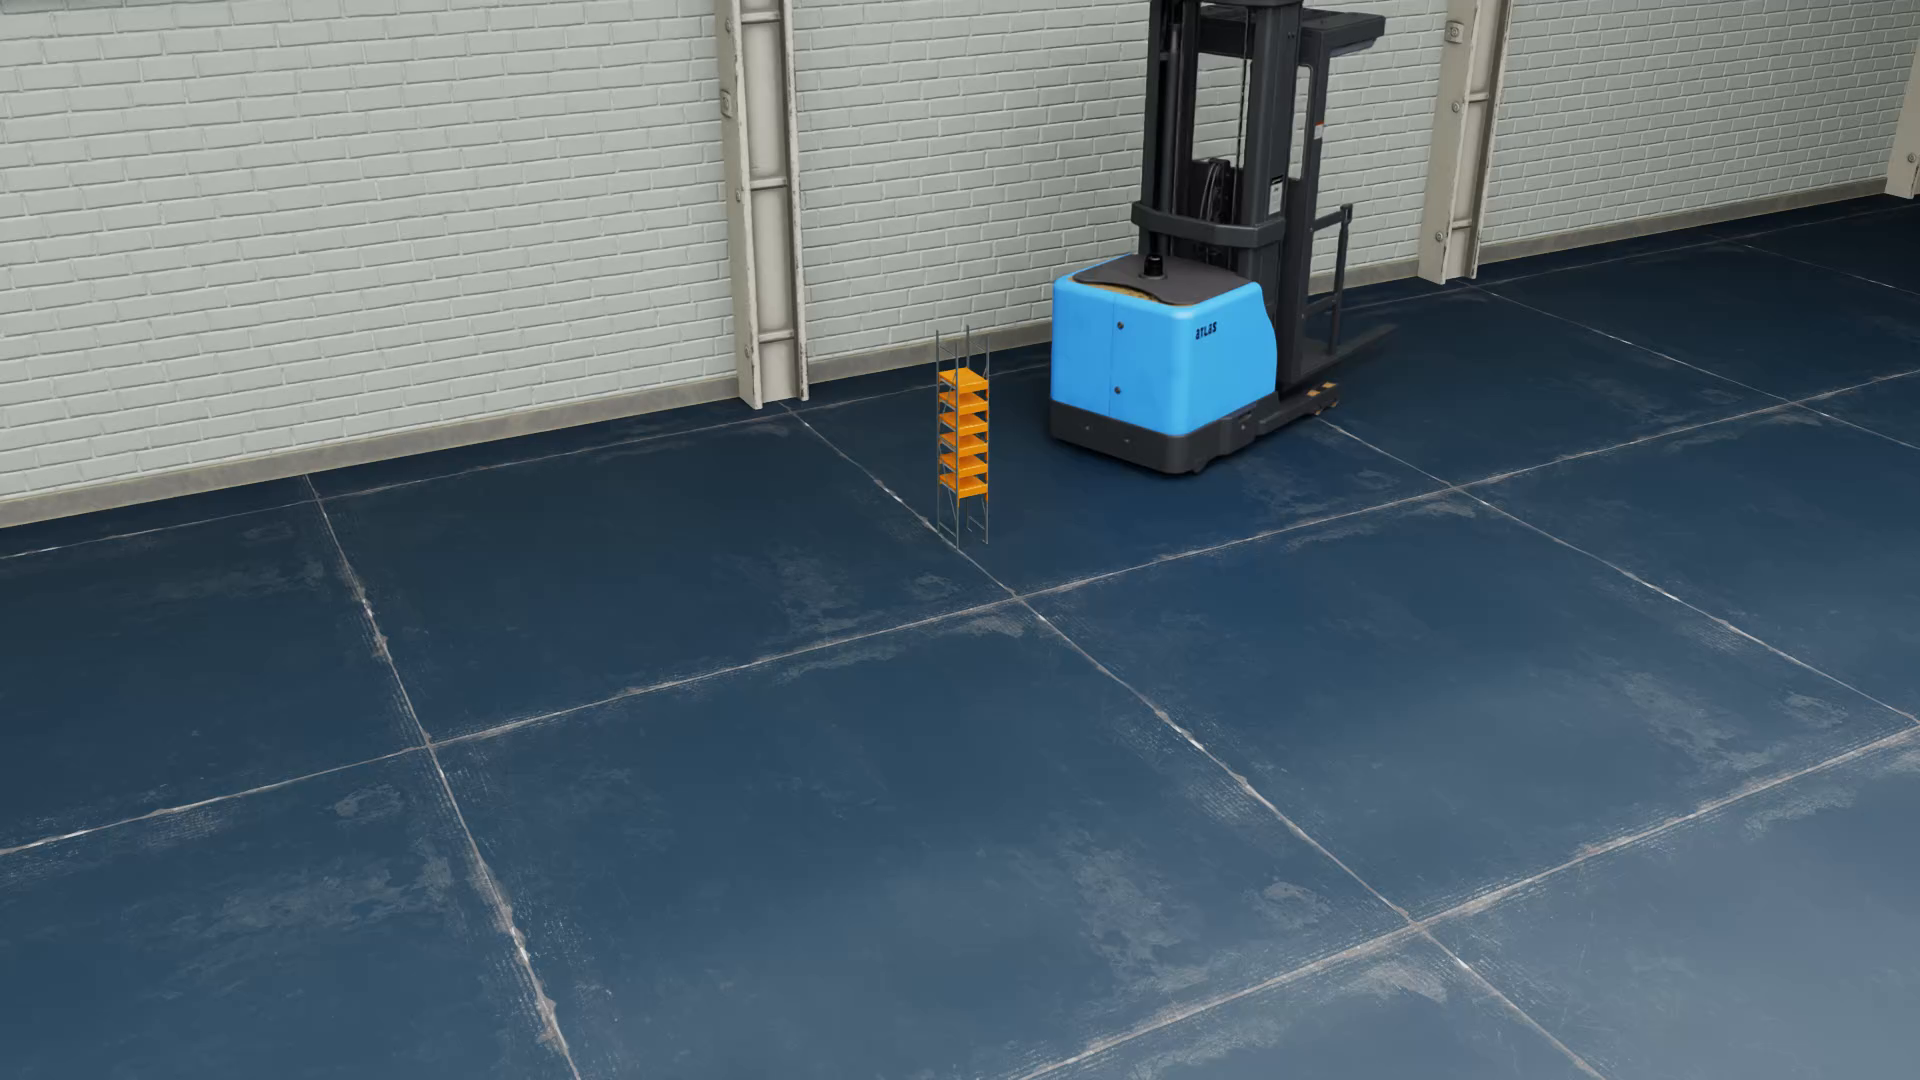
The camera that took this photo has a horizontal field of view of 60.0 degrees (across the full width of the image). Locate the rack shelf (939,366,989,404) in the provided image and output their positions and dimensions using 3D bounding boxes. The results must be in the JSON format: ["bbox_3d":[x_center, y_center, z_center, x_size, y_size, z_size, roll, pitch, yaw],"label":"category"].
[{"bbox_3d":[0.013,-0.828,8.860,0.180,0.103,0.258,-13,29,-25],"label":"rack shelf"}]

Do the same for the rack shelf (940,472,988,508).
[{"bbox_3d":[0.013,-0.287,9.120,0.180,0.103,0.258,-13,29,-25],"label":"rack shelf"}]

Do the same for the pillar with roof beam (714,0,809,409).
[{"bbox_3d":[0.763,-3.380,5.892,0.400,9.000,9.100,-13,29,-25],"label":"pillar with roof beam"}]

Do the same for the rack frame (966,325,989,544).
[{"bbox_3d":[0.094,-0.562,9.035,0.006,1.200,0.240,-13,29,-25],"label":"rack frame"}]

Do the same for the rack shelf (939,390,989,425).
[{"bbox_3d":[0.013,-0.720,8.912,0.180,0.103,0.258,-13,29,-25],"label":"rack shelf"}]

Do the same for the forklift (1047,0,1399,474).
[{"bbox_3d":[1.903,-2.271,10.595,1.130,2.935,3.031,21,33,37],"label":"forklift"}]

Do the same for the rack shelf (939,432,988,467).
[{"bbox_3d":[0.013,-0.504,9.016,0.180,0.103,0.258,-13,29,-25],"label":"rack shelf"}]

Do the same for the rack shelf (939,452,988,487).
[{"bbox_3d":[0.013,-0.396,9.068,0.180,0.103,0.258,-13,29,-25],"label":"rack shelf"}]

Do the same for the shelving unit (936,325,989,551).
[{"bbox_3d":[0.013,-0.544,8.996,0.189,1.200,0.258,-13,29,-25],"label":"shelving unit"}]

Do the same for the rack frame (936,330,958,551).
[{"bbox_3d":[-0.068,-0.525,8.958,0.006,1.200,0.240,-13,29,-25],"label":"rack frame"}]

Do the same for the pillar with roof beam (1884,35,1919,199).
[{"bbox_3d":[11.352,-5.824,10.983,0.400,9.000,9.100,-13,29,-25],"label":"pillar with roof beam"}]

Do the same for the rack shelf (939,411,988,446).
[{"bbox_3d":[0.013,-0.612,8.964,0.180,0.103,0.258,-13,29,-25],"label":"rack shelf"}]

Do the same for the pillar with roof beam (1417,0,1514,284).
[{"bbox_3d":[6.057,-4.602,8.438,0.400,9.000,9.100,-13,29,-25],"label":"pillar with roof beam"}]
